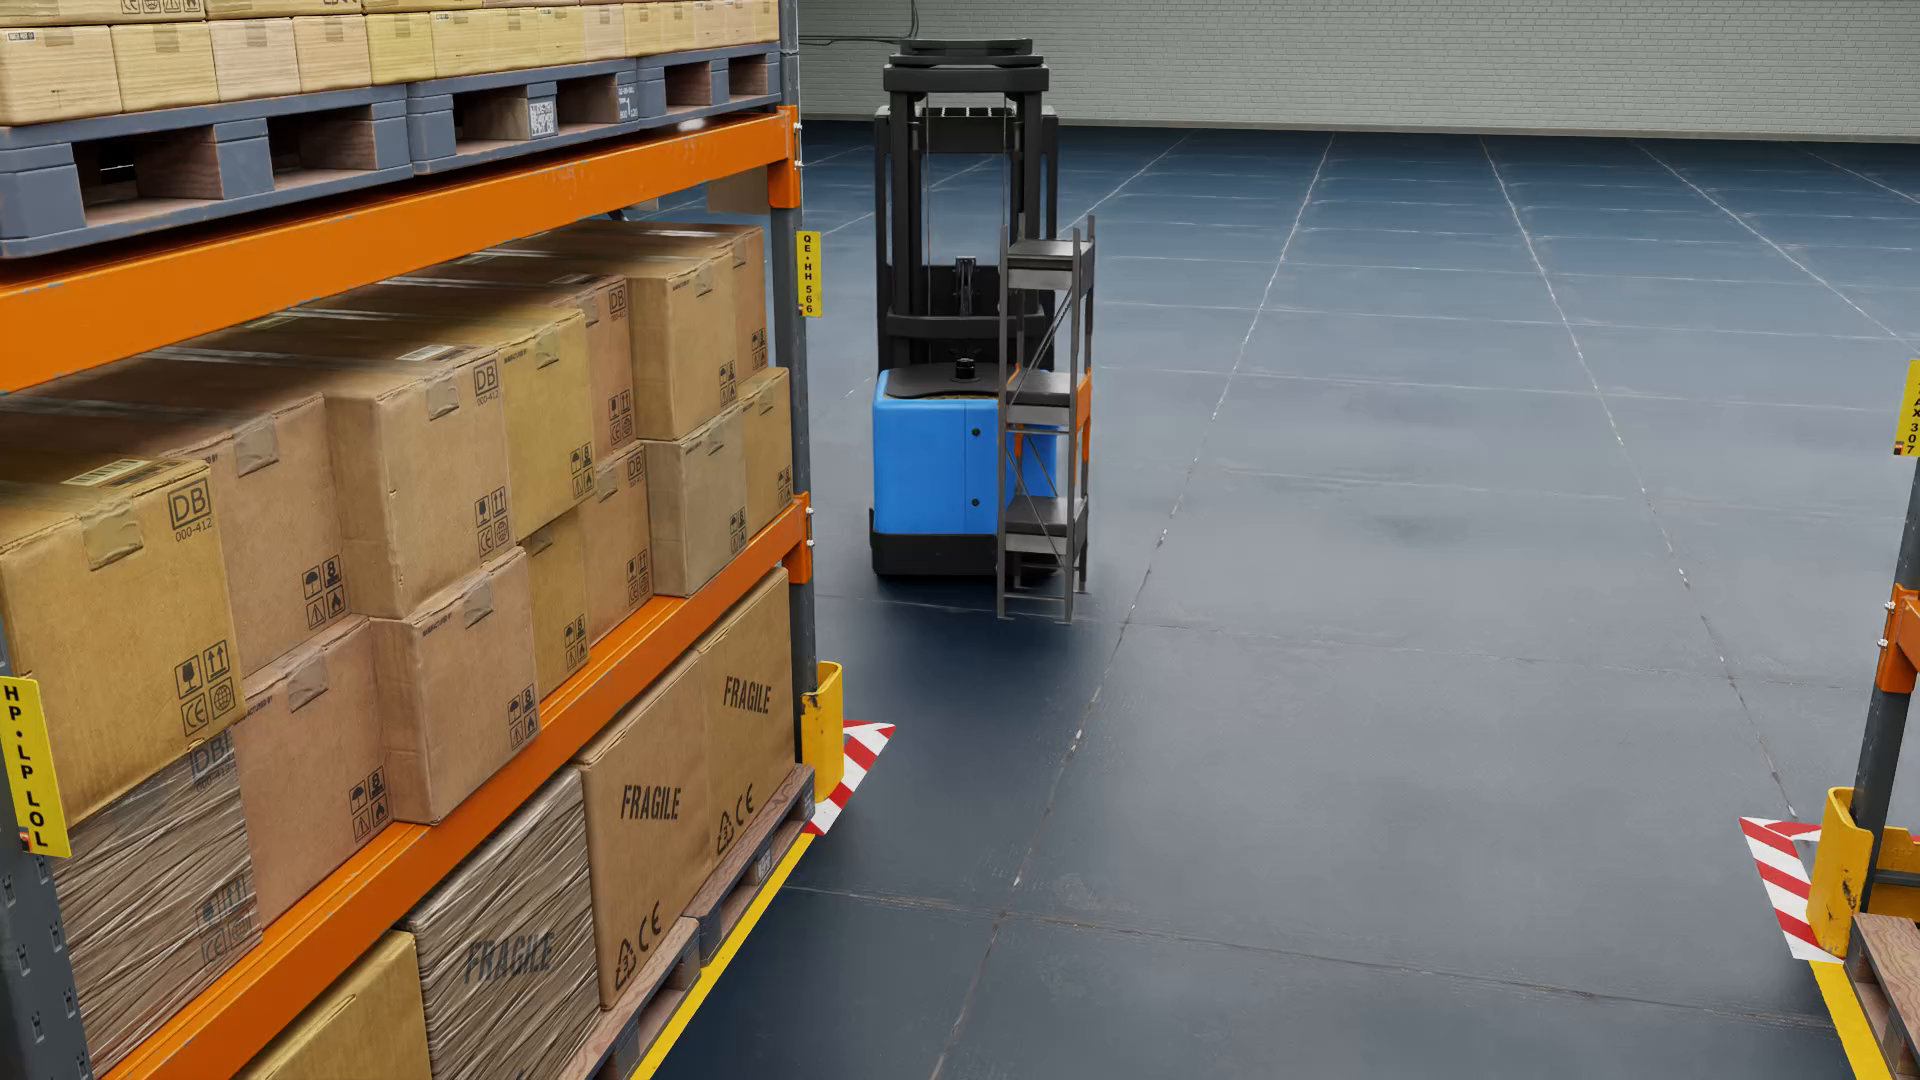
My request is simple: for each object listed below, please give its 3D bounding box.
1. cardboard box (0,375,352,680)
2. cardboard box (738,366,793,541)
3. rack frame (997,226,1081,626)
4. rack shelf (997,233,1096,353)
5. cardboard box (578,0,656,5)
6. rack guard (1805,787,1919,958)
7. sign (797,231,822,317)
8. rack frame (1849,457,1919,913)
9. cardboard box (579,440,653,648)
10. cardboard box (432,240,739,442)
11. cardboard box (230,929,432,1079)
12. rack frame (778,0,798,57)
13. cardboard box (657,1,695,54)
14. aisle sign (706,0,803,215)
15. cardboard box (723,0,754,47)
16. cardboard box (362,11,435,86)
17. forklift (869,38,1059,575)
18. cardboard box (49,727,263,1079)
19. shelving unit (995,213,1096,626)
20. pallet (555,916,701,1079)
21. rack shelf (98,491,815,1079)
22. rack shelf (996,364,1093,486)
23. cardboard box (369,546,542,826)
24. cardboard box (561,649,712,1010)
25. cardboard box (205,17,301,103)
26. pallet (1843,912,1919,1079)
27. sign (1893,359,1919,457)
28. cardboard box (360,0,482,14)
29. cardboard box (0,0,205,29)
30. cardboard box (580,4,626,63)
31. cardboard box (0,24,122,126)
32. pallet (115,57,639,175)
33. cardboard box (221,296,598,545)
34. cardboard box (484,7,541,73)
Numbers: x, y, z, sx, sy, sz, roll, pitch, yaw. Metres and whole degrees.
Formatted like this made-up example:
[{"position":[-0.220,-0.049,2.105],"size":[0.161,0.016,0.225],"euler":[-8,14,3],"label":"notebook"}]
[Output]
[{"position":[-1.934,-0.027,3.723],"size":[0.875,0.550,0.550],"euler":[5,19,13],"label":"cardboard box"},{"position":[-1.149,-0.355,6.355],"size":[0.875,0.550,0.550],"euler":[5,19,13],"label":"cardboard box"},{"position":[0.398,-0.553,8.557],"size":[0.400,2.100,0.015],"euler":[4,19,12],"label":"rack frame"},{"position":[0.450,-1.279,8.561],"size":[0.431,0.518,0.480],"euler":[4,19,12],"label":"rack shelf"},{"position":[-1.197,-1.650,4.704],"size":[0.500,0.250,0.500],"euler":[5,19,13],"label":"cardboard box"},{"position":[3.664,1.226,5.825],"size":[1.175,0.500,0.348],"euler":[5,19,13],"label":"rack guard"},{"position":[-0.579,-1.017,6.366],"size":[0.100,0.325,0.005],"euler":[5,19,13],"label":"sign"},{"position":[3.683,0.019,5.490],"size":[1.000,3.000,0.127],"euler":[5,19,13],"label":"rack frame"},{"position":[-1.521,-0.015,5.360],"size":[0.875,0.550,0.550],"euler":[5,19,13],"label":"cardboard box"},{"position":[-1.275,-0.693,5.674],"size":[0.875,0.550,0.550],"euler":[5,19,13],"label":"cardboard box"},{"position":[-1.858,1.465,3.896],"size":[0.875,0.875,0.875],"euler":[5,19,14],"label":"cardboard box"},{"position":[-1.102,-3.243,5.760],"size":[1.000,3.000,0.127],"euler":[5,19,13],"label":"rack frame"},{"position":[-1.042,-1.581,5.119],"size":[0.380,0.149,0.250],"euler":[5,19,14],"label":"cardboard box"},{"position":[-0.794,-1.633,6.305],"size":[0.394,0.787,0.004],"euler":[5,19,13],"label":"aisle sign"},{"position":[-0.917,-1.741,5.587],"size":[0.380,0.149,0.250],"euler":[5,19,14],"label":"cardboard box"},{"position":[-1.414,-1.103,3.721],"size":[0.380,0.149,0.250],"euler":[4,19,13],"label":"cardboard box"},{"position":[0.039,-1.610,10.367],"size":[1.130,2.935,3.031],"euler":[0,19,0],"label":"forklift"},{"position":[-2.001,0.662,3.376],"size":[0.875,0.550,0.550],"euler":[5,19,13],"label":"cardboard box"},{"position":[0.450,-0.630,8.782],"size":[0.431,2.100,0.503],"euler":[4,19,12],"label":"shelving unit"},{"position":[-1.522,1.554,5.313],"size":[1.003,0.211,1.213],"euler":[5,19,13],"label":"pallet"},{"position":[-1.591,0.563,5.011],"size":[1.077,0.370,4.000],"euler":[5,19,13],"label":"rack shelf"},{"position":[0.450,-0.617,8.787],"size":[0.431,0.518,0.480],"euler":[4,19,12],"label":"rack shelf"},{"position":[-1.642,0.328,4.355],"size":[0.875,0.550,0.550],"euler":[5,19,13],"label":"cardboard box"},{"position":[-1.417,0.896,5.560],"size":[0.875,0.875,0.875],"euler":[4,19,13],"label":"cardboard box"},{"position":[-1.537,-0.944,3.253],"size":[0.380,0.149,0.250],"euler":[5,19,13],"label":"cardboard box"},{"position":[3.431,1.615,5.134],"size":[1.003,0.211,1.213],"euler":[5,19,13],"label":"pallet"},{"position":[3.157,-0.433,5.476],"size":[0.100,0.325,0.005],"euler":[5,19,13],"label":"sign"},{"position":[-1.444,-1.333,3.777],"size":[0.500,0.250,0.500],"euler":[4,19,13],"label":"cardboard box"},{"position":[-1.689,-1.017,2.851],"size":[0.500,0.250,0.500],"euler":[5,19,14],"label":"cardboard box"},{"position":[-1.166,-1.422,4.652],"size":[0.380,0.149,0.250],"euler":[5,19,14],"label":"cardboard box"},{"position":[-1.661,-0.784,2.786],"size":[0.380,0.149,0.250],"euler":[4,19,12],"label":"cardboard box"},{"position":[-1.569,-1.165,4.453],"size":[1.003,0.211,1.213],"euler":[5,19,13],"label":"pallet"},{"position":[-1.547,-0.352,4.675],"size":[0.875,0.550,0.500],"euler":[5,19,13],"label":"cardboard box"},{"position":[-1.289,-1.261,4.182],"size":[0.380,0.149,0.250],"euler":[5,19,14],"label":"cardboard box"}]
